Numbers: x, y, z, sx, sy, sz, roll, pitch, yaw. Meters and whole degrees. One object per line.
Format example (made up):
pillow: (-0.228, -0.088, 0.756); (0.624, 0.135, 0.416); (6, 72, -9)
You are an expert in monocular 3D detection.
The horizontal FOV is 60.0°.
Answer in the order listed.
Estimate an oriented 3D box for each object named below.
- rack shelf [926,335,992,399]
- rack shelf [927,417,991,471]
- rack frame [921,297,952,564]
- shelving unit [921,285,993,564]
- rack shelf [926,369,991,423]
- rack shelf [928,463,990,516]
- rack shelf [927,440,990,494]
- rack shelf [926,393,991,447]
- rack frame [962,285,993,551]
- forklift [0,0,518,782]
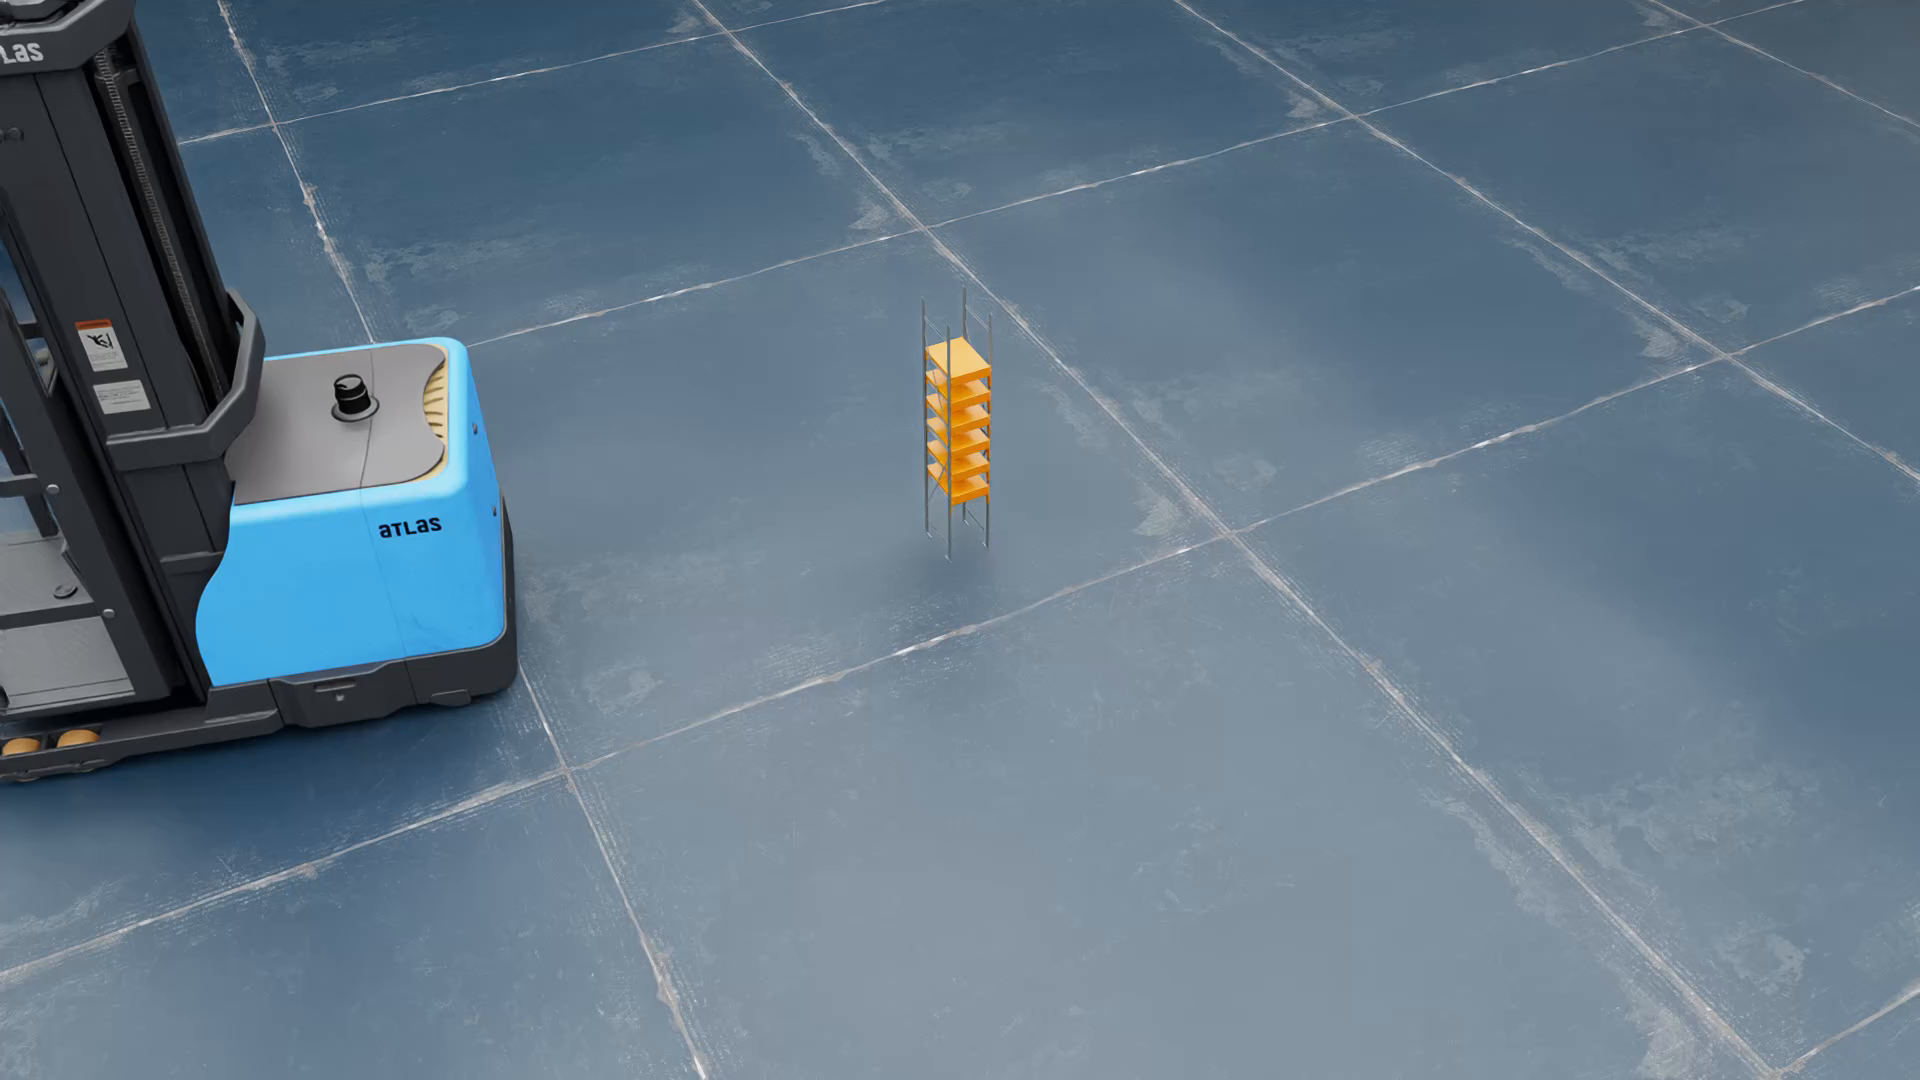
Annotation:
rack shelf: (-0.013, -0.694, 6.653); (0.180, 0.103, 0.258); (-19, 44, -21)
rack shelf: (-0.013, -0.420, 6.886); (0.180, 0.103, 0.258); (-19, 44, -21)
rack frame: (-0.094, -0.426, 6.825); (0.006, 1.200, 0.240); (-19, 44, -21)
shelving unit: (-0.013, -0.454, 6.857); (0.189, 1.200, 0.258); (-19, 44, -21)
rack shelf: (-0.013, -0.603, 6.731); (0.180, 0.103, 0.258); (-19, 44, -21)
rack shelf: (-0.013, -0.237, 7.041); (0.180, 0.103, 0.258); (-19, 44, -21)
rack shelf: (-0.013, -0.328, 6.963); (0.180, 0.103, 0.258); (-19, 44, -21)
rack shelf: (-0.013, -0.511, 6.808); (0.180, 0.103, 0.258); (-19, 44, -21)
rack frame: (0.068, -0.481, 6.890); (0.006, 1.200, 0.240); (-19, 44, -21)
forklift: (-3.308, -0.597, 5.687); (3.031, 2.935, 1.130); (-8, 41, -10)
